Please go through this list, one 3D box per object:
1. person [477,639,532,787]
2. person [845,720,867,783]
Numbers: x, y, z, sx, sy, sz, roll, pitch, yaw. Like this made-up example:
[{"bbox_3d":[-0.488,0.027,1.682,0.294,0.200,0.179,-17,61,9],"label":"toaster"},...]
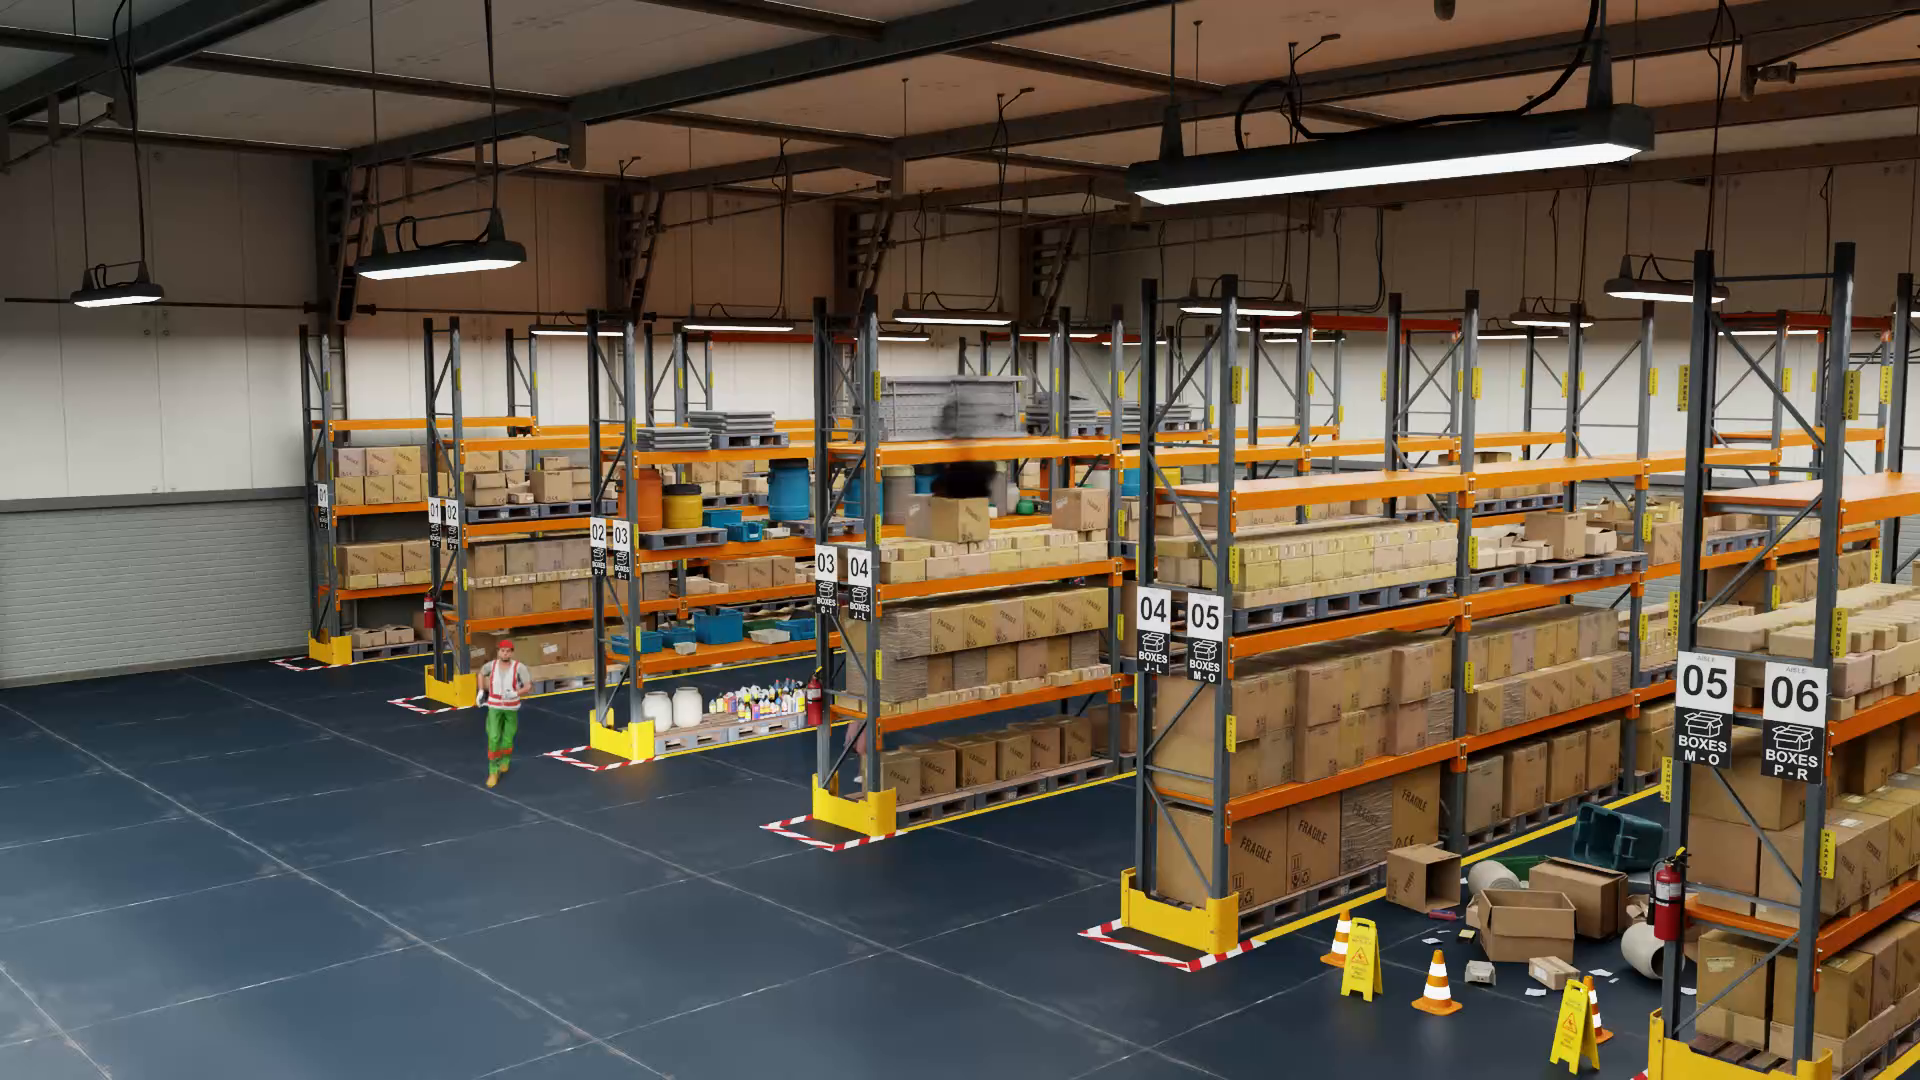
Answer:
[{"bbox_3d":[-5.768,2.163,21.070,0.679,1.838,0.751,-1,6,-14],"label":"person"},{"bbox_3d":[-1.186,2.242,21.000,0.580,1.620,0.558,4,7,33],"label":"person"}]
